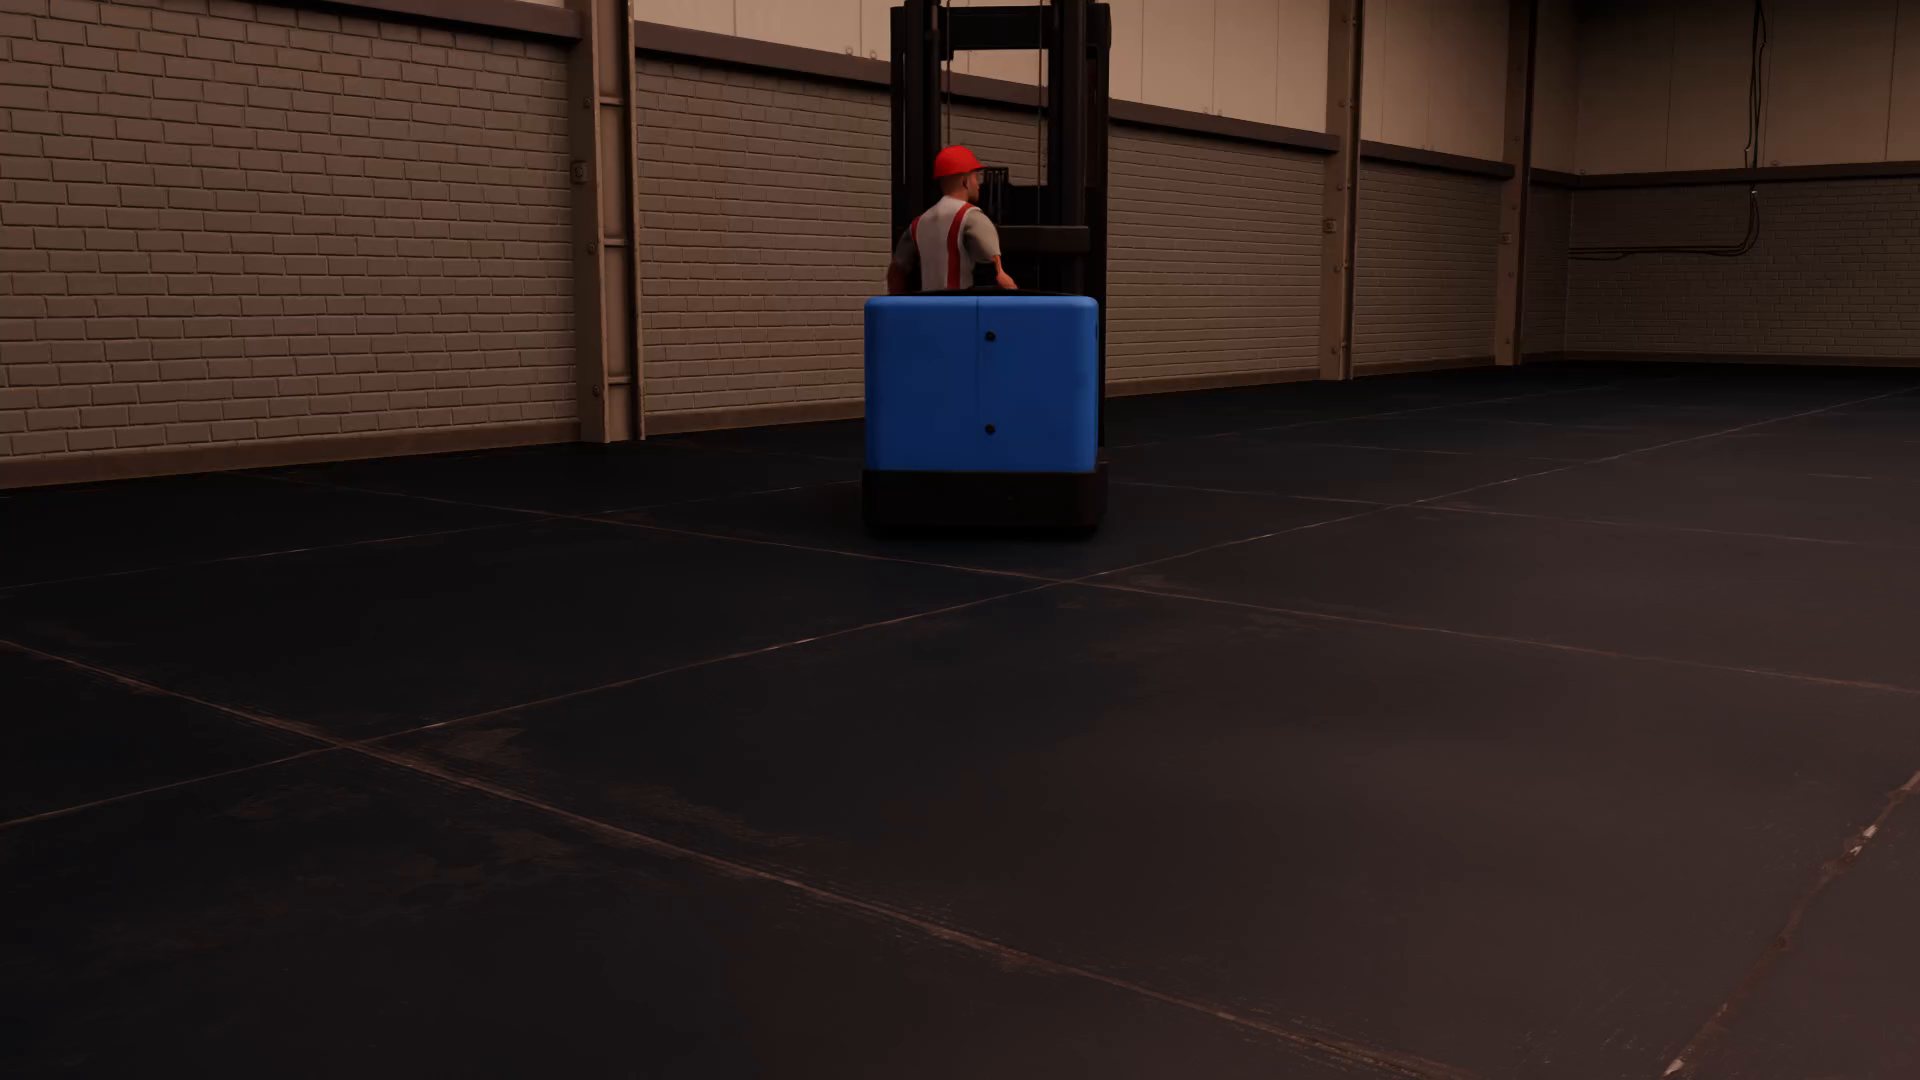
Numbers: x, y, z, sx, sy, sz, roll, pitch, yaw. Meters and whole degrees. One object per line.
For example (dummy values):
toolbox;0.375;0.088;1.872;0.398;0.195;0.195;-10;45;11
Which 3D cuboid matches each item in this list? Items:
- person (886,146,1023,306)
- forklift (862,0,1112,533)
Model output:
person;0.134;-1.042;8.004;0.708;1.657;0.849;-7;11;-40
forklift;0.223;-1.660;8.628;1.130;2.935;3.031;1;8;6
